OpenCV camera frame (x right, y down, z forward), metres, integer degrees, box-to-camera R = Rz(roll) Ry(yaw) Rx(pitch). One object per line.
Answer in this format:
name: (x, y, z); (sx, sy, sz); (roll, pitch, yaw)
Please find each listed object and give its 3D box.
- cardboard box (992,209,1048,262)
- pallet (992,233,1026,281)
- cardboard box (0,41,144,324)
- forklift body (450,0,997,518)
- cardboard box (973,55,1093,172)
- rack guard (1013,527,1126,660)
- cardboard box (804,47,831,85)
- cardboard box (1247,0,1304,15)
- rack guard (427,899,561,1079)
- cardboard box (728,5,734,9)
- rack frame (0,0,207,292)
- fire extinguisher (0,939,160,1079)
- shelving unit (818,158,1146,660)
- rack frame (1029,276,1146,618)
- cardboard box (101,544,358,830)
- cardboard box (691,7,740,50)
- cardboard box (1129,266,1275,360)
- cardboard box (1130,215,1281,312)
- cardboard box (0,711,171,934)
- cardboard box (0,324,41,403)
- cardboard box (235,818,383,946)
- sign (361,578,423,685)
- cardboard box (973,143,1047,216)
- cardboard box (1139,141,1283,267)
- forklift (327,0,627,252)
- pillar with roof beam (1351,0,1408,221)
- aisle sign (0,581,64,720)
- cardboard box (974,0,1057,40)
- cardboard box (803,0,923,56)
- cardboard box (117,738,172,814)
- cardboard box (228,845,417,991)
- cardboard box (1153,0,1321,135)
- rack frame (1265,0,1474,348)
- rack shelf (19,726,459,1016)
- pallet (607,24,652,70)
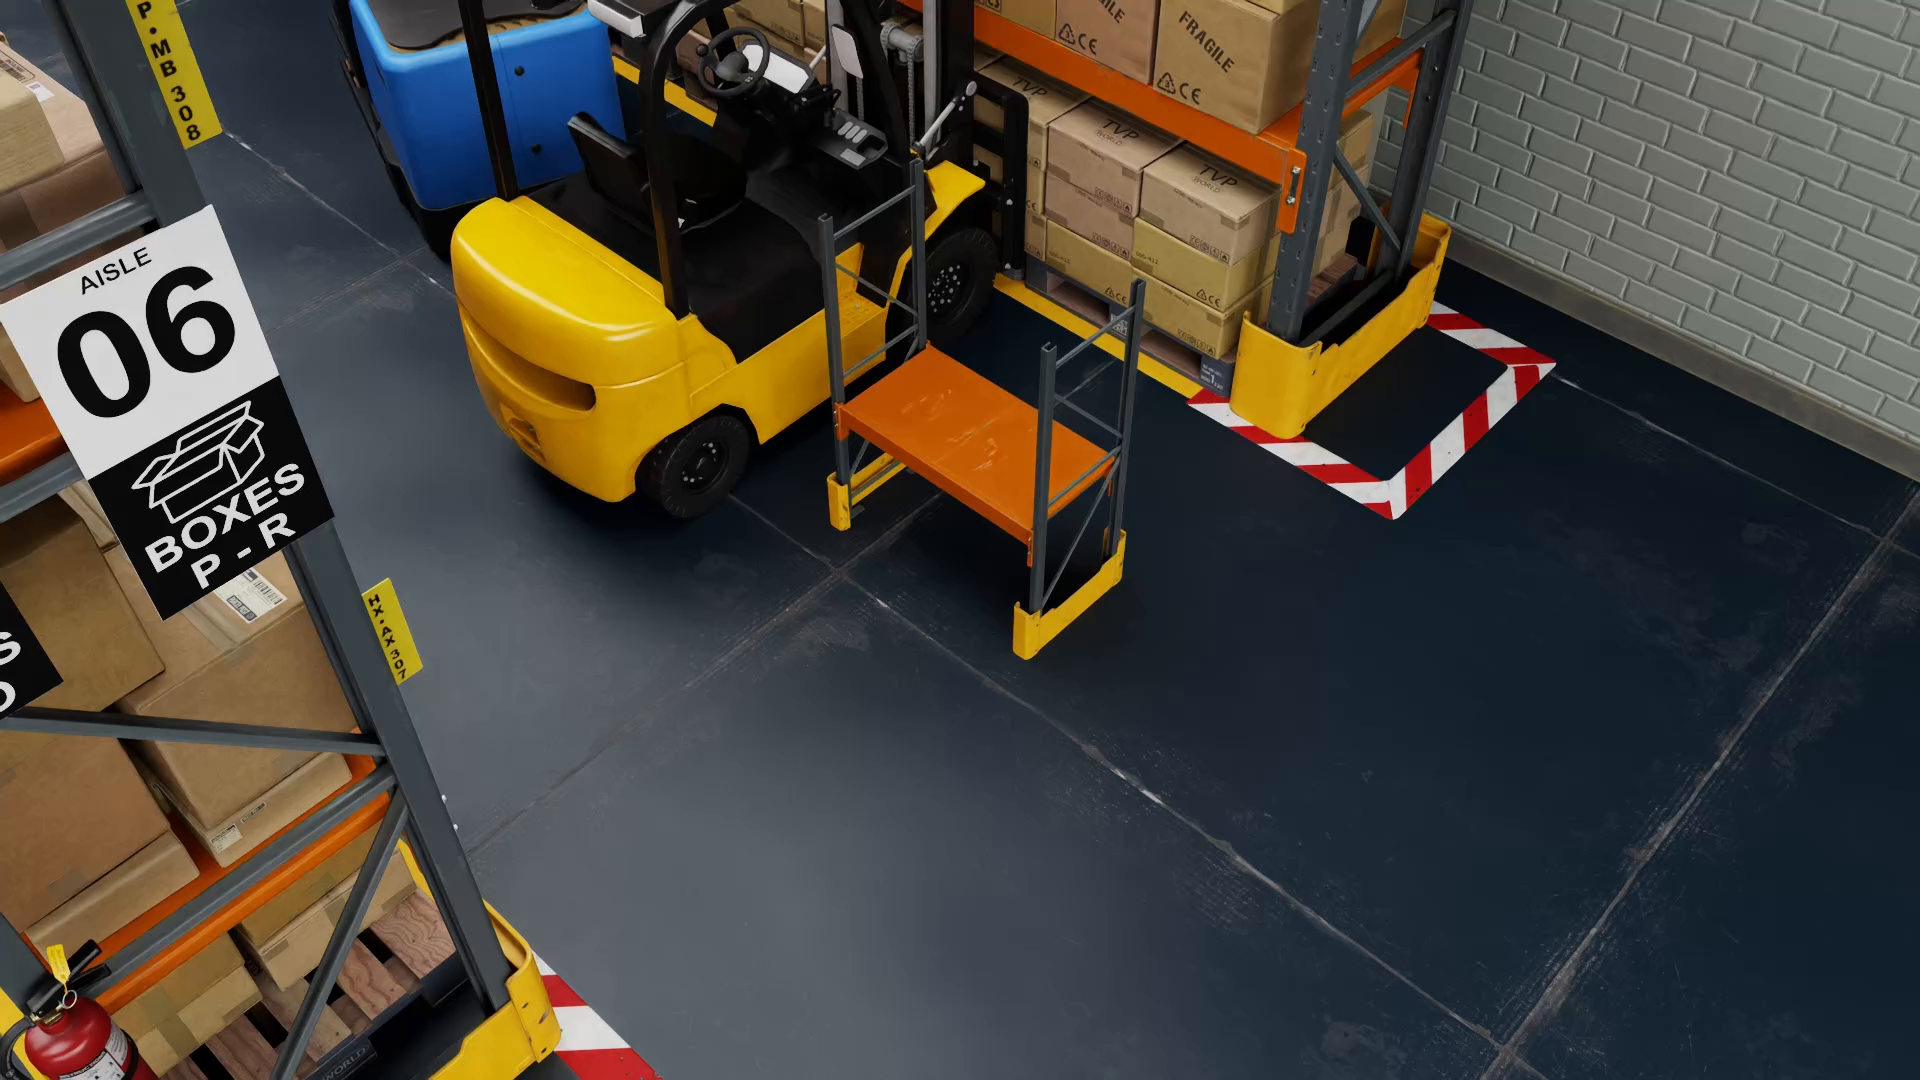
cardboard box: (0.379, -1.619, 7.810); (0.500, 0.250, 0.500); (35, 56, 28)
pallet: (0.177, -1.855, 8.346); (1.213, 0.211, 1.003); (34, 55, 28)
cardboard box: (-1.893, -0.658, 3.151); (0.500, 0.250, 0.500); (33, 55, 27)
forklift body: (-0.971, -1.520, 6.702); (1.214, 2.155, 2.313); (34, 55, 28)
cardboard box: (0.353, -1.949, 7.435); (0.500, 0.250, 0.500); (35, 56, 28)
rack guard: (0.422, 0.198, 6.392); (0.087, 0.250, 0.587); (34, 55, 28)
cardboard box: (-0.401, -2.294, 8.102); (0.500, 0.250, 0.500); (33, 55, 27)
cardboard box: (1.215, -2.128, 6.177); (0.250, 0.149, 0.380); (35, 56, 28)
rack guard: (-1.760, 1.629, 4.878); (0.348, 0.500, 1.175); (34, 55, 28)
cardboard box: (-1.137, -2.965, 8.389); (0.500, 0.250, 0.500); (33, 55, 27)
rack frame: (-1.704, -1.243, 1.744); (0.127, 3.000, 1.000); (34, 55, 28)
fire extinguisher: (-1.933, 1.141, 3.674); (0.183, 0.674, 0.296); (34, 55, 28)
shelving unit: (0.056, -0.476, 6.168); (1.083, 1.500, 0.587); (34, 55, 28)
rack frame: (0.436, -0.220, 5.928); (0.032, 1.500, 0.500); (34, 55, 28)
cardboard box: (-1.864, 0.292, 4.146); (0.500, 0.500, 0.500); (33, 55, 27)
cardboard box: (-1.134, -2.797, 8.574); (0.500, 0.250, 0.500); (34, 55, 28)
cardboard box: (1.100, -1.116, 7.338); (0.500, 0.250, 0.500); (34, 56, 28)
cardboard box: (1.090, -1.297, 7.165); (0.500, 0.250, 0.500); (33, 55, 27)
cardboard box: (-2.290, 0.554, 3.900); (0.500, 0.500, 0.500); (33, 55, 27)
cardboard box: (-1.728, -0.468, 3.246); (0.250, 0.149, 0.380); (34, 55, 28)
cardboard box: (-2.127, 0.793, 5.031); (0.500, 0.500, 0.500); (32, 55, 27)
sign: (-1.337, 0.224, 3.888); (0.005, 0.325, 0.100); (34, 55, 28)
cardboard box: (0.335, -1.795, 7.633); (0.500, 0.250, 0.500); (33, 55, 27)
cardboard box: (1.109, -1.455, 6.971); (0.500, 0.250, 0.500); (36, 56, 29)
forklift: (-2.705, -3.461, 7.990); (1.130, 2.935, 3.031); (-20, 50, -18)
pillar with roof beam: (-1.161, -2.424, 2.854); (0.400, 9.000, 9.100); (34, 55, 28)
aisle sign: (-1.856, 0.107, 2.809); (0.004, 0.787, 0.394); (34, 55, 28)
cardboard box: (0.368, -2.502, 6.973); (0.500, 0.500, 0.500); (33, 55, 27)
cardboard box: (-0.395, -2.467, 7.921); (0.500, 0.250, 0.500); (36, 56, 29)
cardboard box: (-2.009, 0.501, 4.394); (0.250, 0.149, 0.380); (35, 56, 28)
cardboard box: (-2.110, 1.061, 5.294); (0.500, 0.250, 0.500); (33, 55, 27)
cardboard box: (1.120, -1.987, 6.489); (0.500, 0.500, 0.500); (33, 55, 27)
rack frame: (1.659, -1.850, 6.430); (0.127, 3.000, 1.000); (34, 55, 28)
rack shelf: (-3.174, 0.068, 5.122); (4.000, 0.370, 1.077); (34, 55, 28)
pallet: (-1.848, -3.217, 9.625); (1.213, 0.211, 1.003); (34, 55, 28)
